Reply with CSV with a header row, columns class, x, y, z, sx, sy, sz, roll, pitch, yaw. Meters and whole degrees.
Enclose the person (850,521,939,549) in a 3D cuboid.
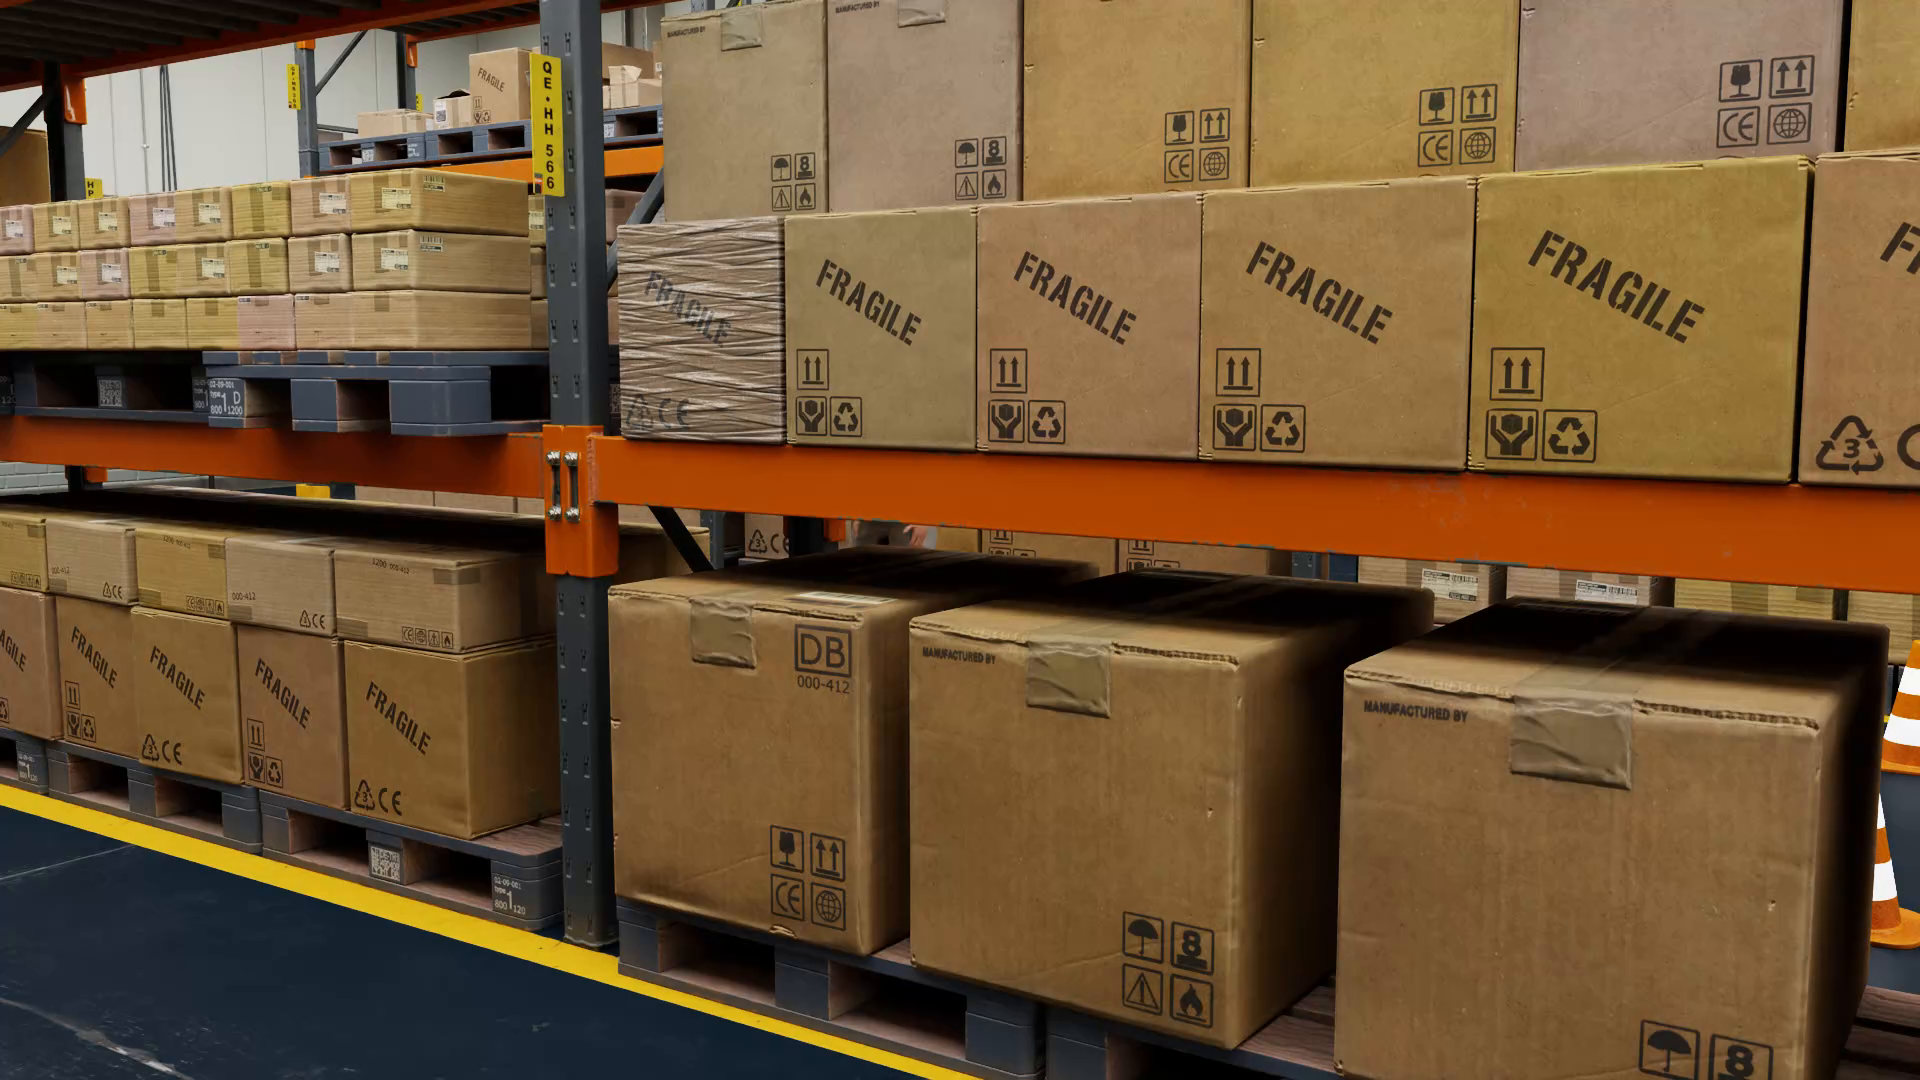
class,x,y,z,sx,sy,sz,roll,pitch,yaw
person,-0.249,-0.059,6.622,0.450,1.658,0.336,4,8,35
